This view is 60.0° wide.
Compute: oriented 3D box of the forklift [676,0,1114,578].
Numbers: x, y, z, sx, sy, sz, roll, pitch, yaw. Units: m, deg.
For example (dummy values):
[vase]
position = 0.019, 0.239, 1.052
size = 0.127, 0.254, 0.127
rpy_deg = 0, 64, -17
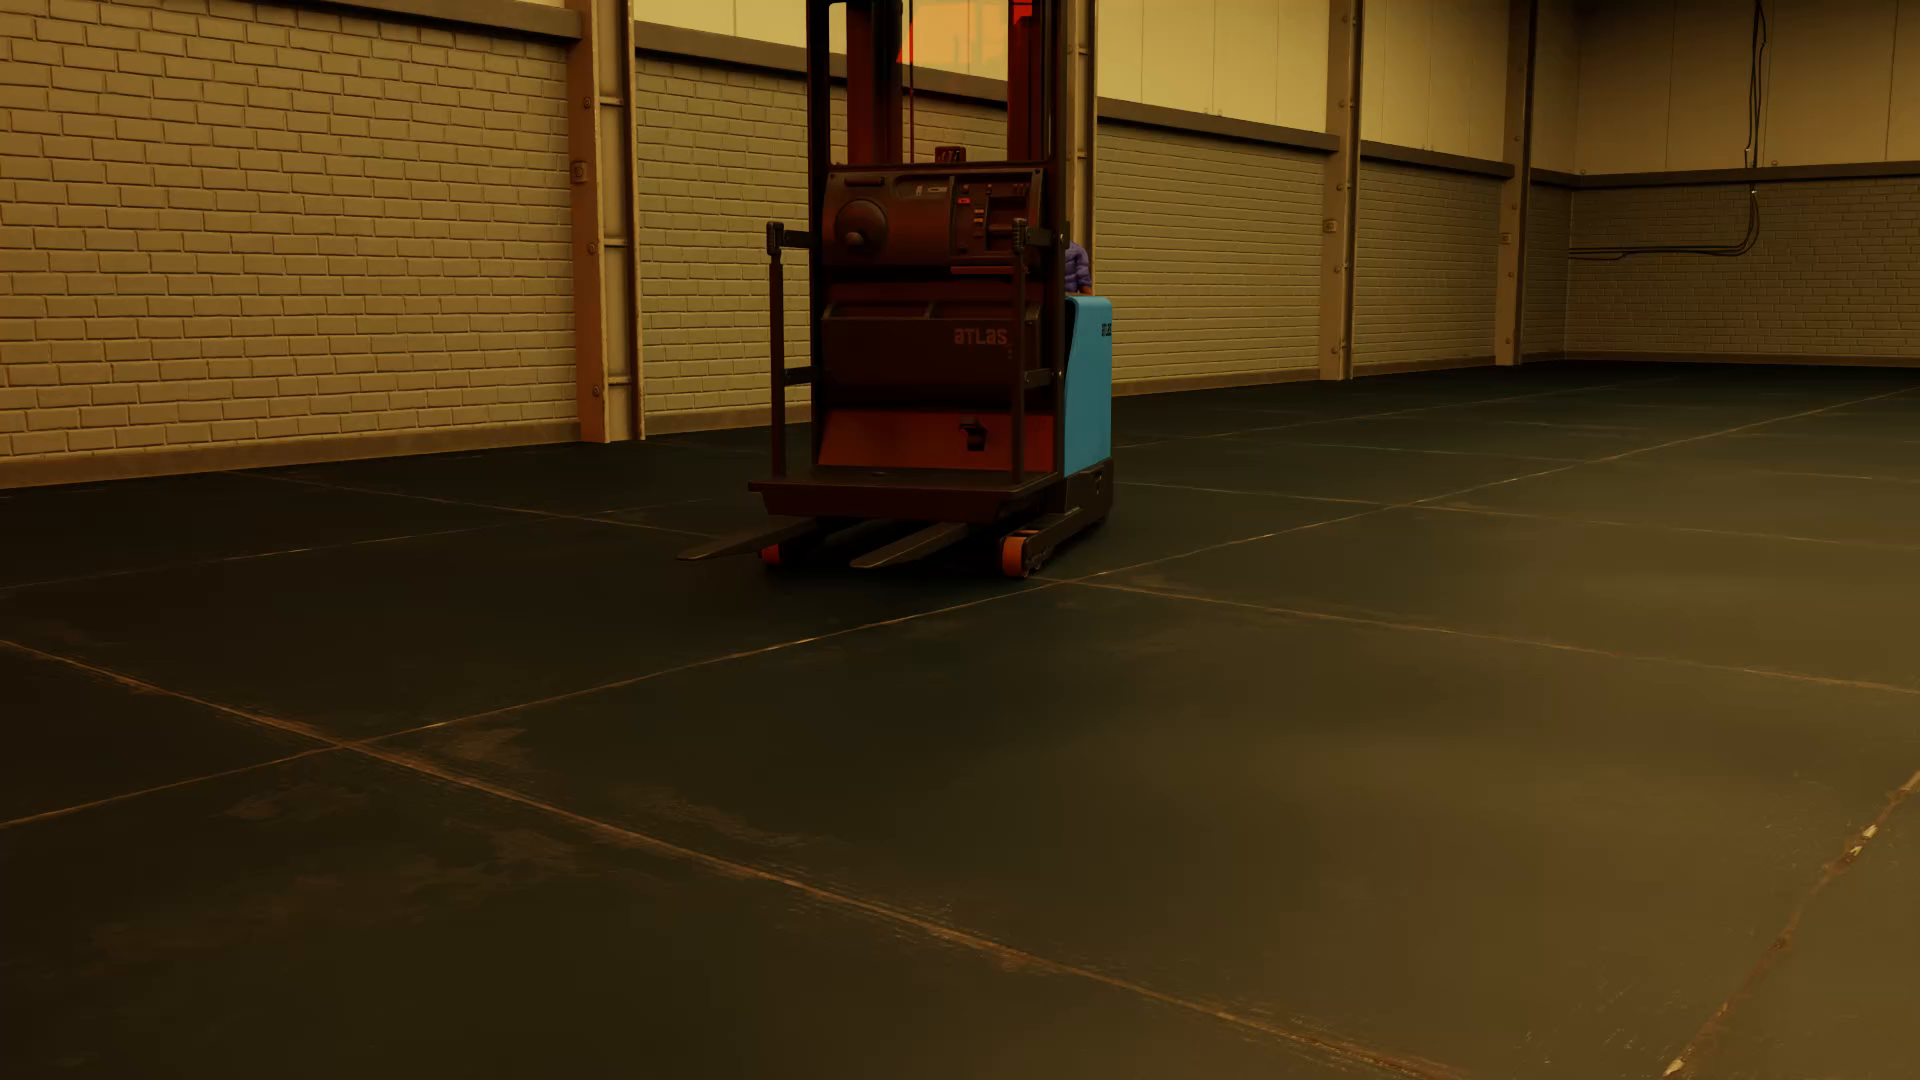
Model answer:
[forklift]
position = -0.176, -1.366, 6.616
size = 1.130, 2.935, 3.031
rpy_deg = 3, 9, 17

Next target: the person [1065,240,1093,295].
[person]
position = 0.612, -1.273, 10.403
size = 0.526, 1.653, 0.351
rpy_deg = 1, 8, 9
